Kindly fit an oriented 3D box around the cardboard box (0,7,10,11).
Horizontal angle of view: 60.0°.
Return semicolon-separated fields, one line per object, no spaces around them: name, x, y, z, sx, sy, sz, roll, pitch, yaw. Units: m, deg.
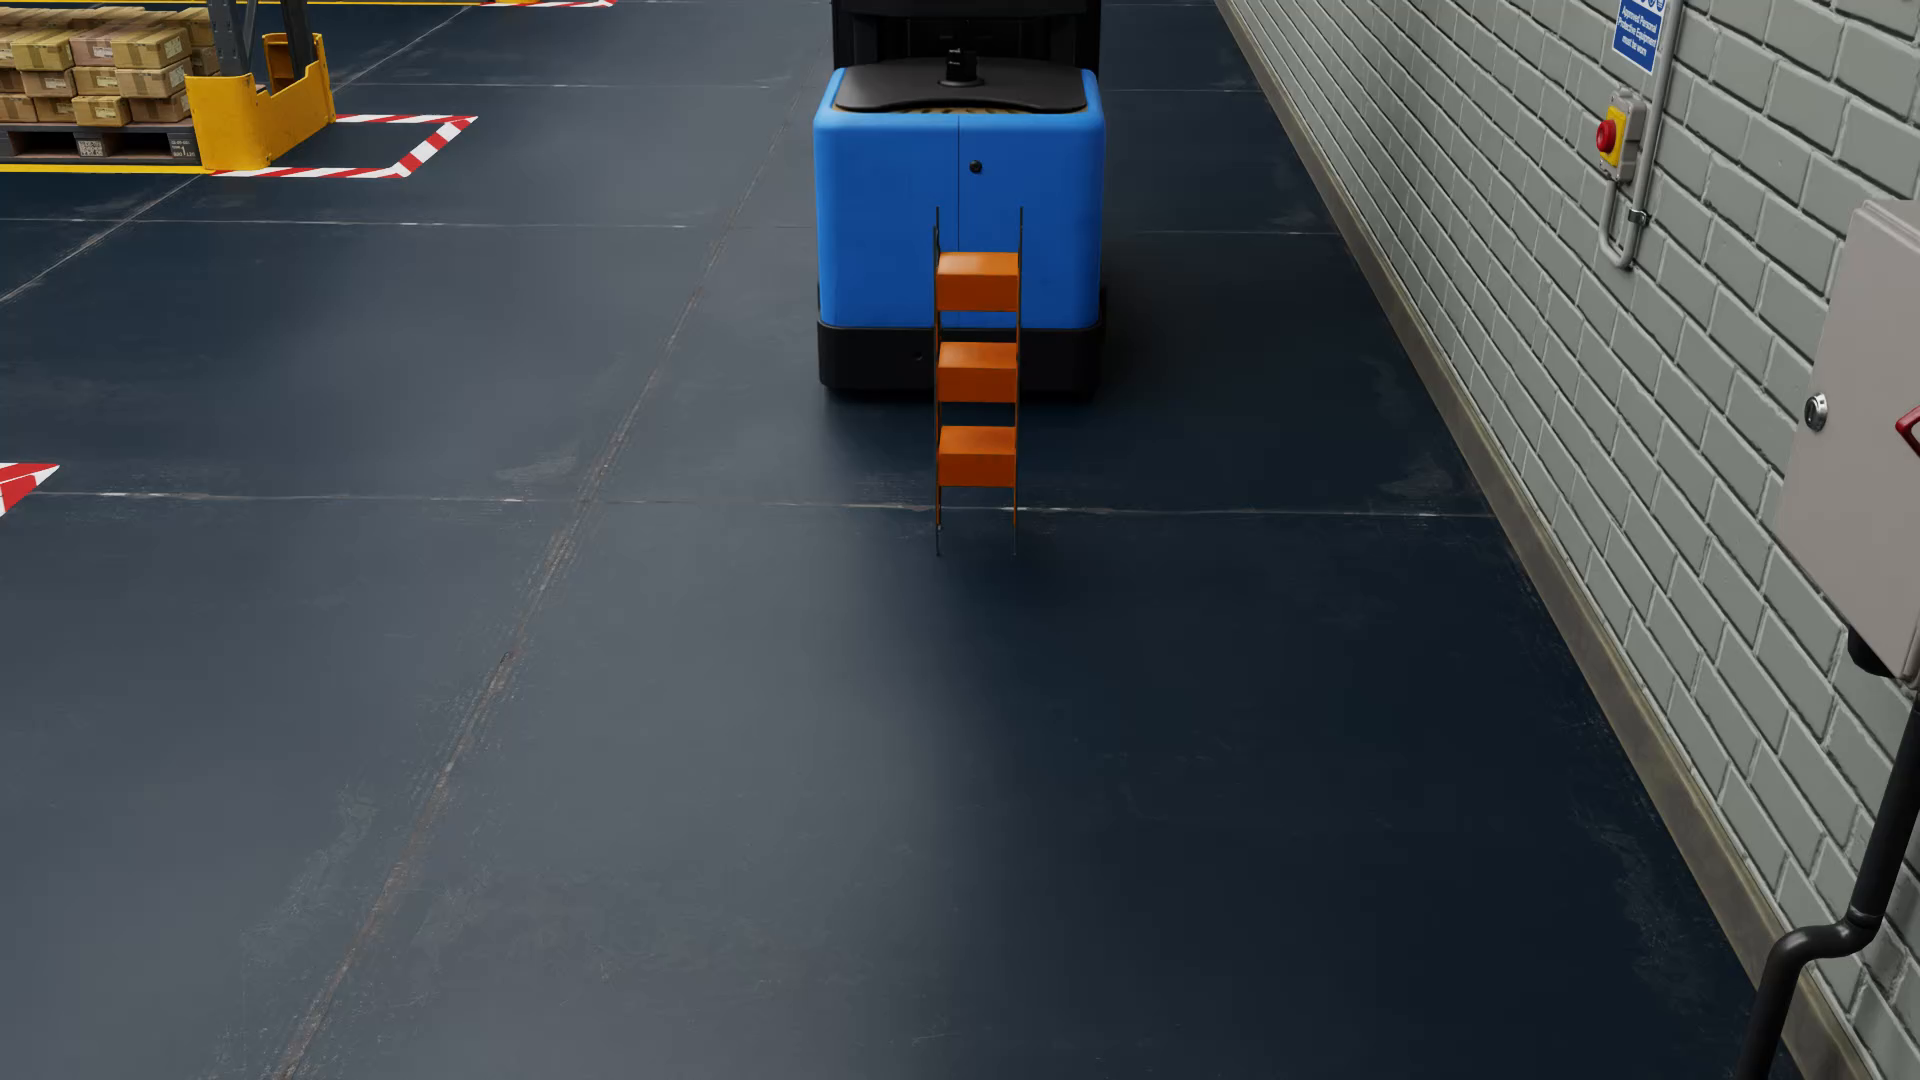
cardboard box;-5.698;-2.974;9.619;0.250;0.149;0.380;1;28;3

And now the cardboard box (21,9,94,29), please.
cardboard box;-5.160;-2.940;9.553;0.250;0.149;0.380;0;28;-1

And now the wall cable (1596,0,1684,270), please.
wall cable;1.692;-1.667;4.074;0.123;1.953;0.585;1;28;2

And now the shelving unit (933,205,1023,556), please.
shelving unit;0.053;-0.463;5.002;0.252;1.050;0.215;1;28;2

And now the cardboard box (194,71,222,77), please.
cardboard box;-4.383;-2.690;9.717;0.250;0.149;0.380;2;28;3

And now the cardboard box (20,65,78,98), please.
cardboard box;-4.927;-2.546;9.127;0.250;0.149;0.380;0;28;0

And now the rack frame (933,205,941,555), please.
rack frame;-0.068;-0.465;5.006;0.008;1.050;0.200;1;28;2

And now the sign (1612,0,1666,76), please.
sign;1.755;-1.345;4.297;0.001;0.218;0.327;1;28;2

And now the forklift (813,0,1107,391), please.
forklift;0.032;-2.492;6.821;1.130;2.935;3.031;1;28;1

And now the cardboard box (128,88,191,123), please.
cardboard box;-4.404;-2.442;9.250;0.250;0.149;0.380;1;28;3

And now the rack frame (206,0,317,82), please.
rack frame;-3.870;-3.605;8.849;0.127;3.000;1.000;1;28;2

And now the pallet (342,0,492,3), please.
pallet;-4.396;-4.670;13.834;1.213;0.211;1.003;1;28;2

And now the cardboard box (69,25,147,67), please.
cardboard box;-4.658;-2.715;9.130;0.250;0.149;0.380;1;28;3

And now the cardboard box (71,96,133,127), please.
cardboard box;-4.664;-2.399;9.169;0.250;0.149;0.380;2;28;3

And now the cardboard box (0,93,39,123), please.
cardboard box;-5.173;-2.442;9.249;0.250;0.149;0.380;1;28;2

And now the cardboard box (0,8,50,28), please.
cardboard box;-5.437;-2.949;9.570;0.250;0.149;0.380;2;28;4

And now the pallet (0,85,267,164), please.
pallet;-4.757;-2.405;9.561;1.213;0.211;1.003;1;28;2

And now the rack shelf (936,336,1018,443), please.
rack shelf;0.053;-0.454;5.007;0.240;0.259;0.215;1;28;2

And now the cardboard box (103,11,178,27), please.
cardboard box;-4.662;-2.910;9.497;0.250;0.149;0.380;1;28;3

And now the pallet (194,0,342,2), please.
pallet;-5.612;-4.691;13.875;1.213;0.211;1.003;1;28;2

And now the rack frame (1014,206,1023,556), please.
rack frame;0.175;-0.461;4.999;0.008;1.050;0.200;1;28;2

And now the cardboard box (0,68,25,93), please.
cardboard box;-5.192;-2.598;9.227;0.250;0.149;0.380;1;28;1

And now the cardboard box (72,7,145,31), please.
cardboard box;-4.909;-2.974;9.618;0.250;0.149;0.380;1;28;2

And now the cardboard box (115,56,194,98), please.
cardboard box;-4.408;-2.538;9.113;0.250;0.149;0.380;0;28;0

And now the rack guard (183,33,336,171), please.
rack guard;-3.946;-2.502;9.437;0.348;0.500;1.175;1;28;2

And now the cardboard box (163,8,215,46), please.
cardboard box;-4.382;-2.962;9.595;0.250;0.149;0.380;0;28;-1

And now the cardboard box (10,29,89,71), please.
cardboard box;-4.921;-2.660;9.026;0.250;0.149;0.380;0;28;1

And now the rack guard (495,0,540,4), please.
rack guard;-3.570;-4.821;13.810;0.348;0.500;1.175;1;28;2

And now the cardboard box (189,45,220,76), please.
cardboard box;-4.385;-2.792;9.591;0.250;0.149;0.380;2;28;4

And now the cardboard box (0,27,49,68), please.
cardboard box;-5.177;-2.694;9.090;0.250;0.149;0.380;0;28;0

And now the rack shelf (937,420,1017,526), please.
rack shelf;0.054;-0.208;5.138;0.240;0.259;0.215;1;28;2

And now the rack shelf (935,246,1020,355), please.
rack shelf;0.053;-0.704;4.874;0.240;0.259;0.215;1;28;2

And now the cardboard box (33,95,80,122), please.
cardboard box;-4.925;-2.444;9.253;0.250;0.149;0.380;1;28;2

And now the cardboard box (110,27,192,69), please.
cardboard box;-4.408;-2.684;9.071;0.250;0.149;0.380;1;28;2

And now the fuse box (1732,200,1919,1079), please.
fuse box;1.472;0.346;2.771;0.414;1.711;0.539;1;28;2

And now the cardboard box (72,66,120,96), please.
cardboard box;-4.667;-2.567;9.169;0.250;0.149;0.380;0;28;1
